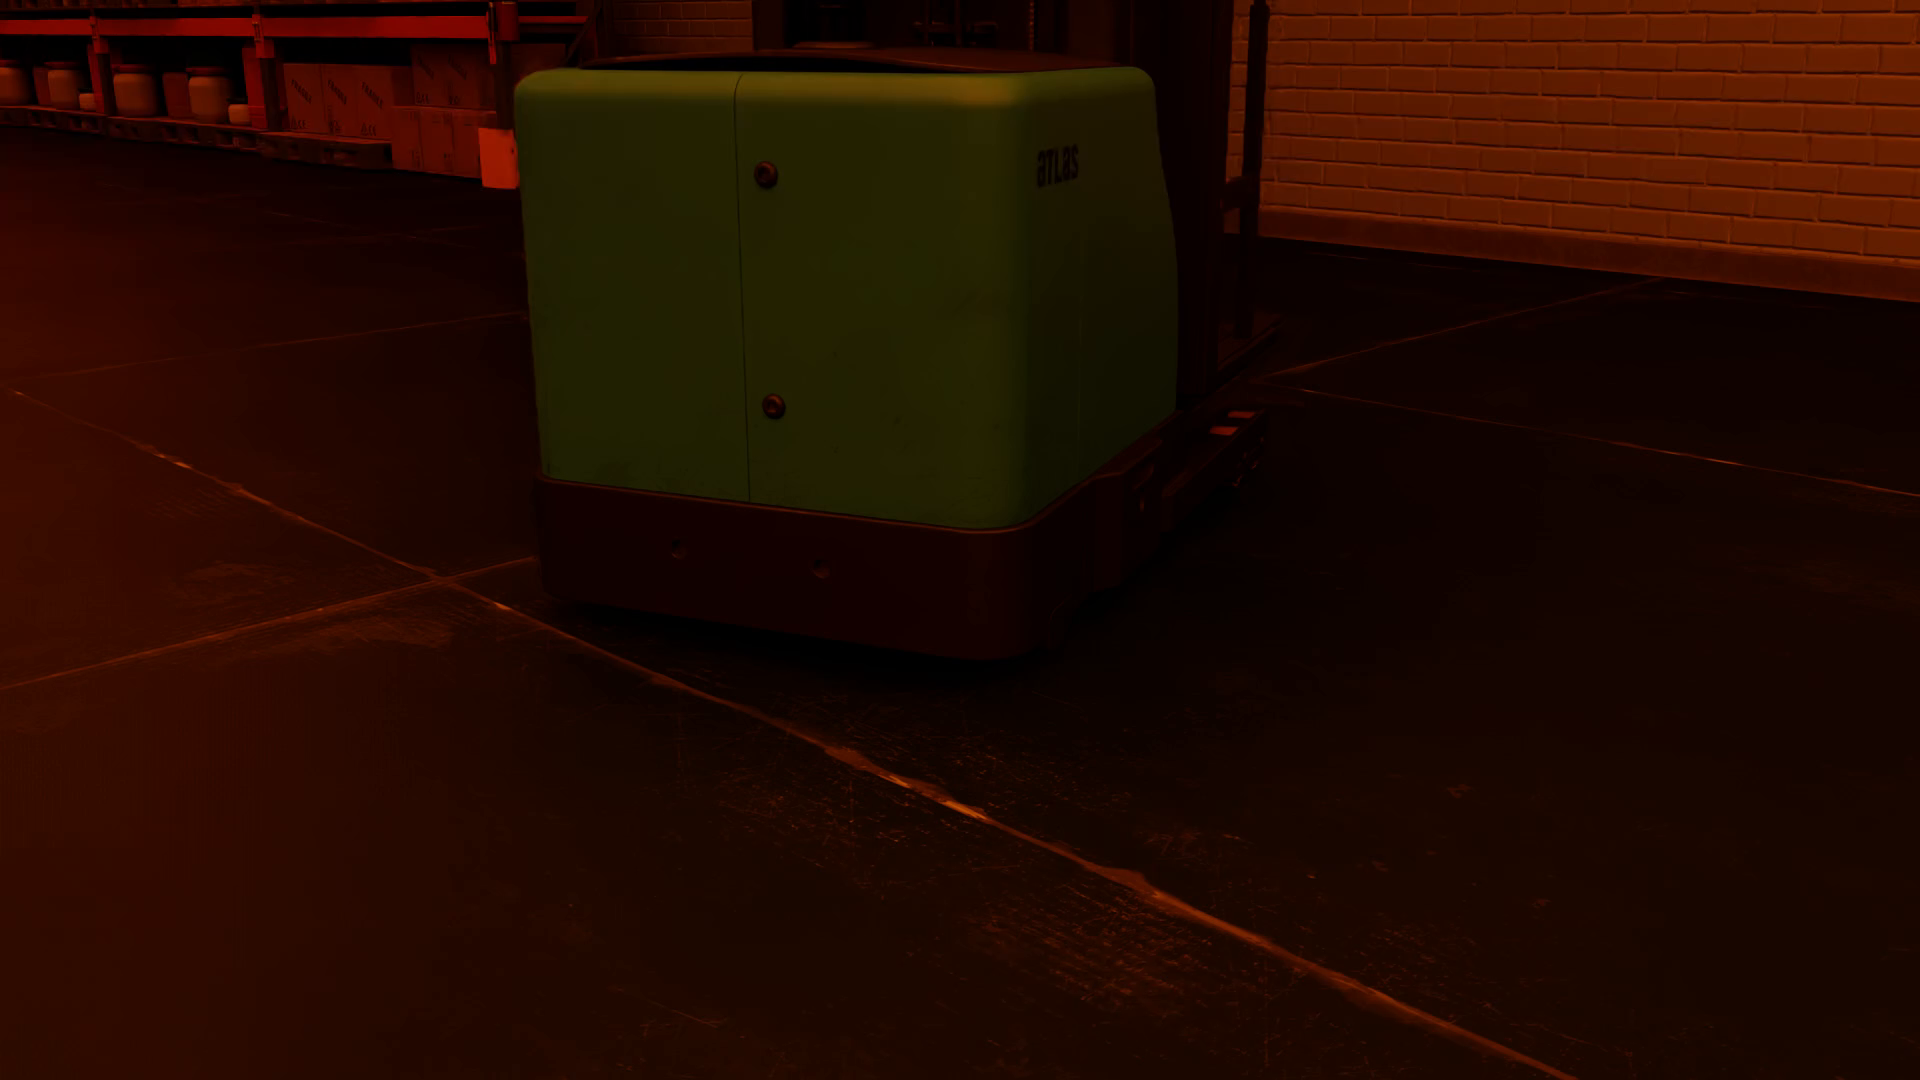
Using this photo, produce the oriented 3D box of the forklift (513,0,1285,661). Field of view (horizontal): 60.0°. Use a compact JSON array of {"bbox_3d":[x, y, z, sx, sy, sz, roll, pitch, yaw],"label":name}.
[{"bbox_3d":[0.194,-1.578,4.038,1.130,2.935,3.031,7,18,22],"label":"forklift"}]
